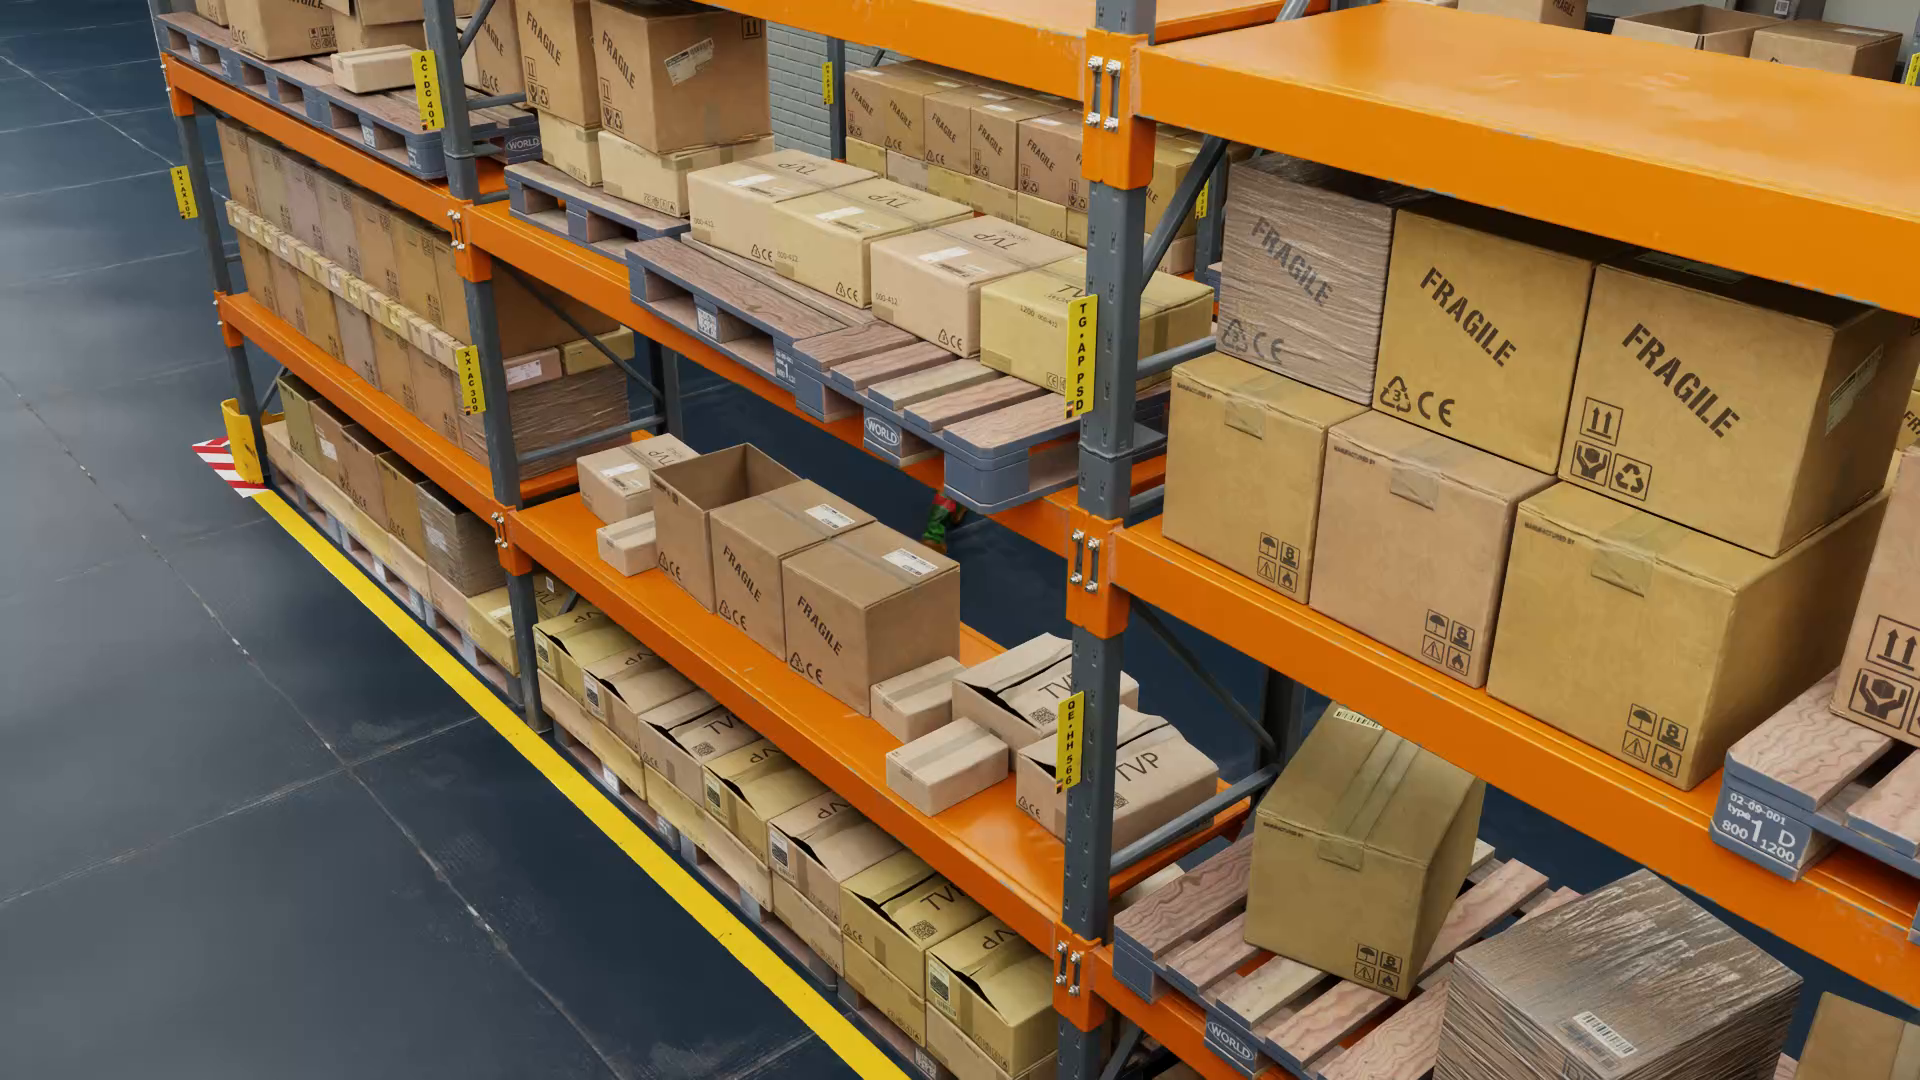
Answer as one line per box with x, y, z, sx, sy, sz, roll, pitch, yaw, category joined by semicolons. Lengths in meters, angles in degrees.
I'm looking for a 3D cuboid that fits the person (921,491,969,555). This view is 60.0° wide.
-0.094;-0.771;10.057;0.522;1.751;1.012;11;30;20;person
